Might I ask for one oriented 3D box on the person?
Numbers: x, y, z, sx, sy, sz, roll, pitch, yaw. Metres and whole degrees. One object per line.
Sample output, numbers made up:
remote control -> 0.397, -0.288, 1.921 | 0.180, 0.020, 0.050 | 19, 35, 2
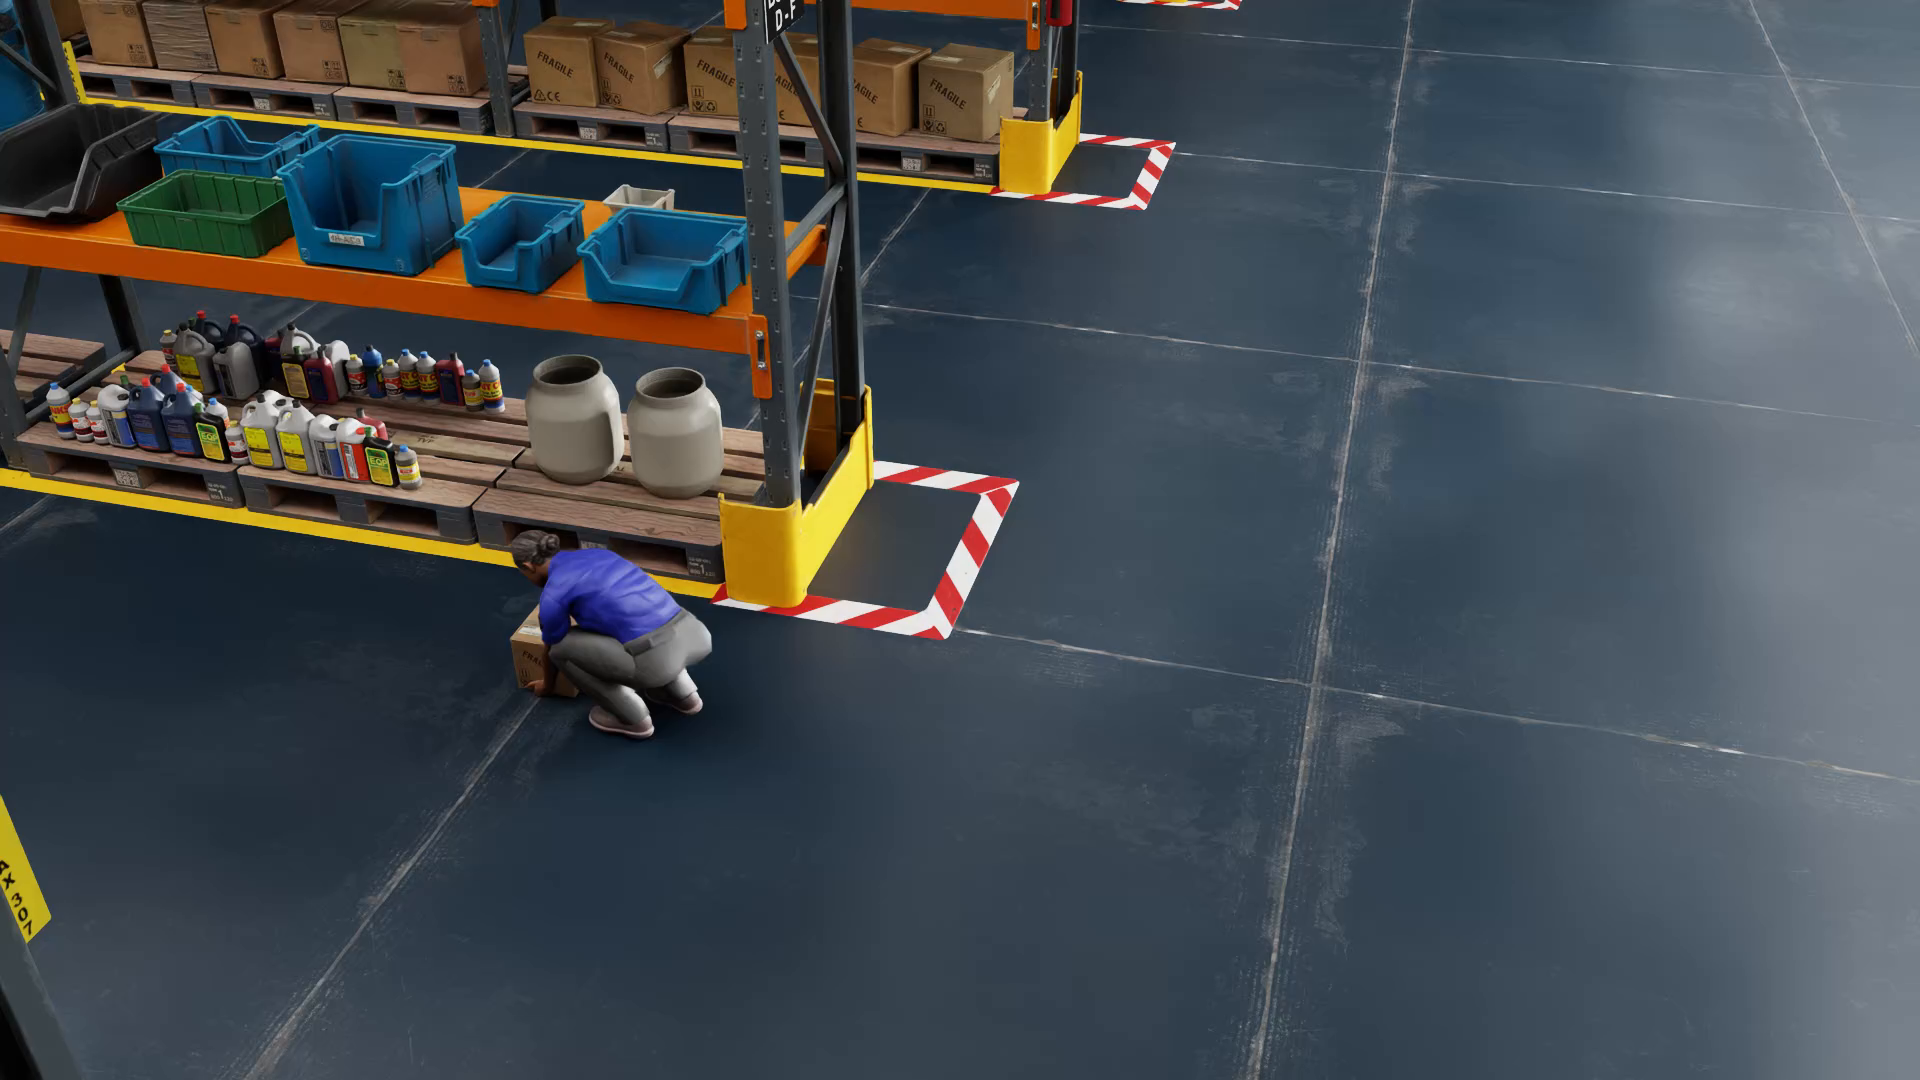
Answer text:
person -> -1.375, 0.370, 6.488 | 0.880, 0.809, 0.459 | 20, 38, 28
